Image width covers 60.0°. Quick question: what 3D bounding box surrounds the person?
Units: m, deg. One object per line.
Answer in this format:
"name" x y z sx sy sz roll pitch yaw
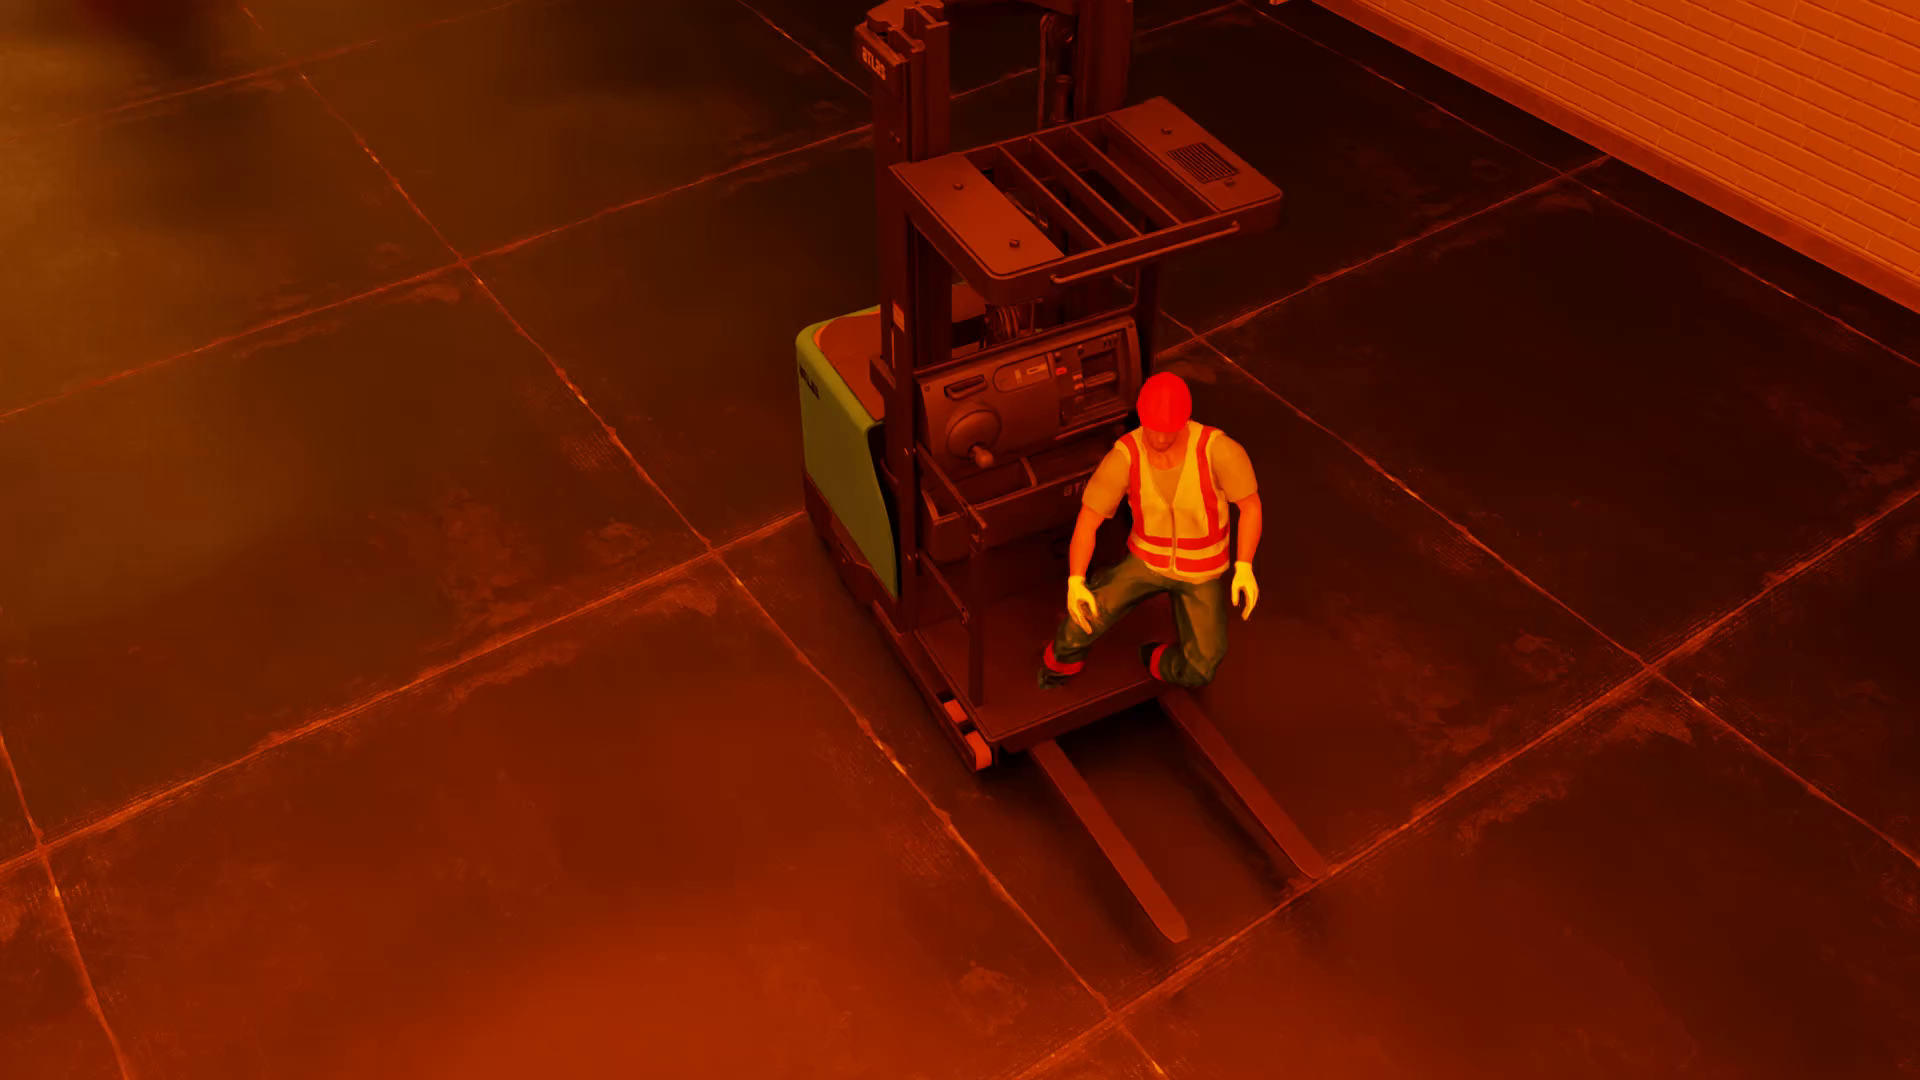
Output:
"person" 0.730 0.119 6.385 0.836 1.567 0.719 10 44 10

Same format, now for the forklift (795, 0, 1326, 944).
"forklift" 0.381 -0.478 6.234 1.130 2.935 3.031 -19 46 -20
